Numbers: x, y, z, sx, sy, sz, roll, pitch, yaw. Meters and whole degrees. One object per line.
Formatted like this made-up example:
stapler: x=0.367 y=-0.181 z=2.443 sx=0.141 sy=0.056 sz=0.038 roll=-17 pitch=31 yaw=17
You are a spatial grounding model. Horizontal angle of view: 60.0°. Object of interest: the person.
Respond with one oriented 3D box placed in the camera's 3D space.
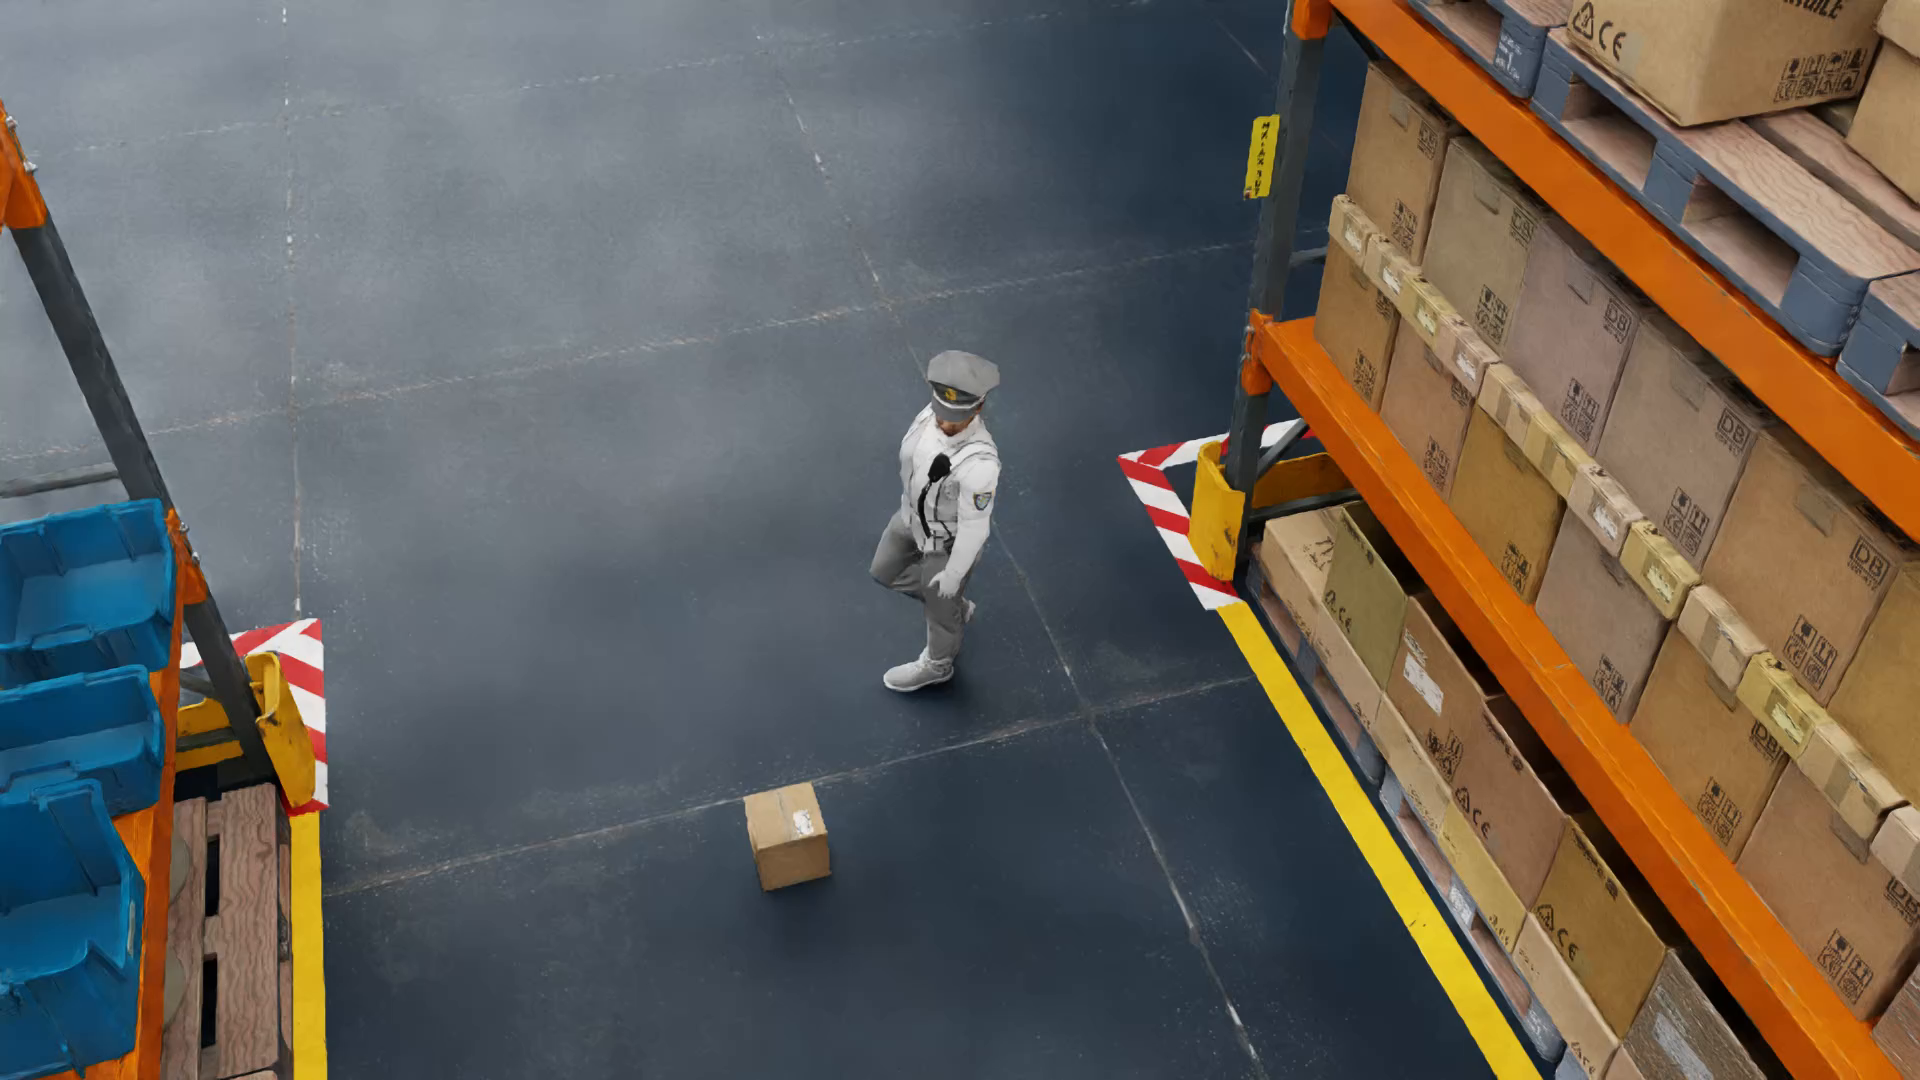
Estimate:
person: x=-0.079 y=-0.035 z=6.185 sx=0.424 sy=1.667 sz=0.607 roll=-17 pitch=45 yaw=-18
